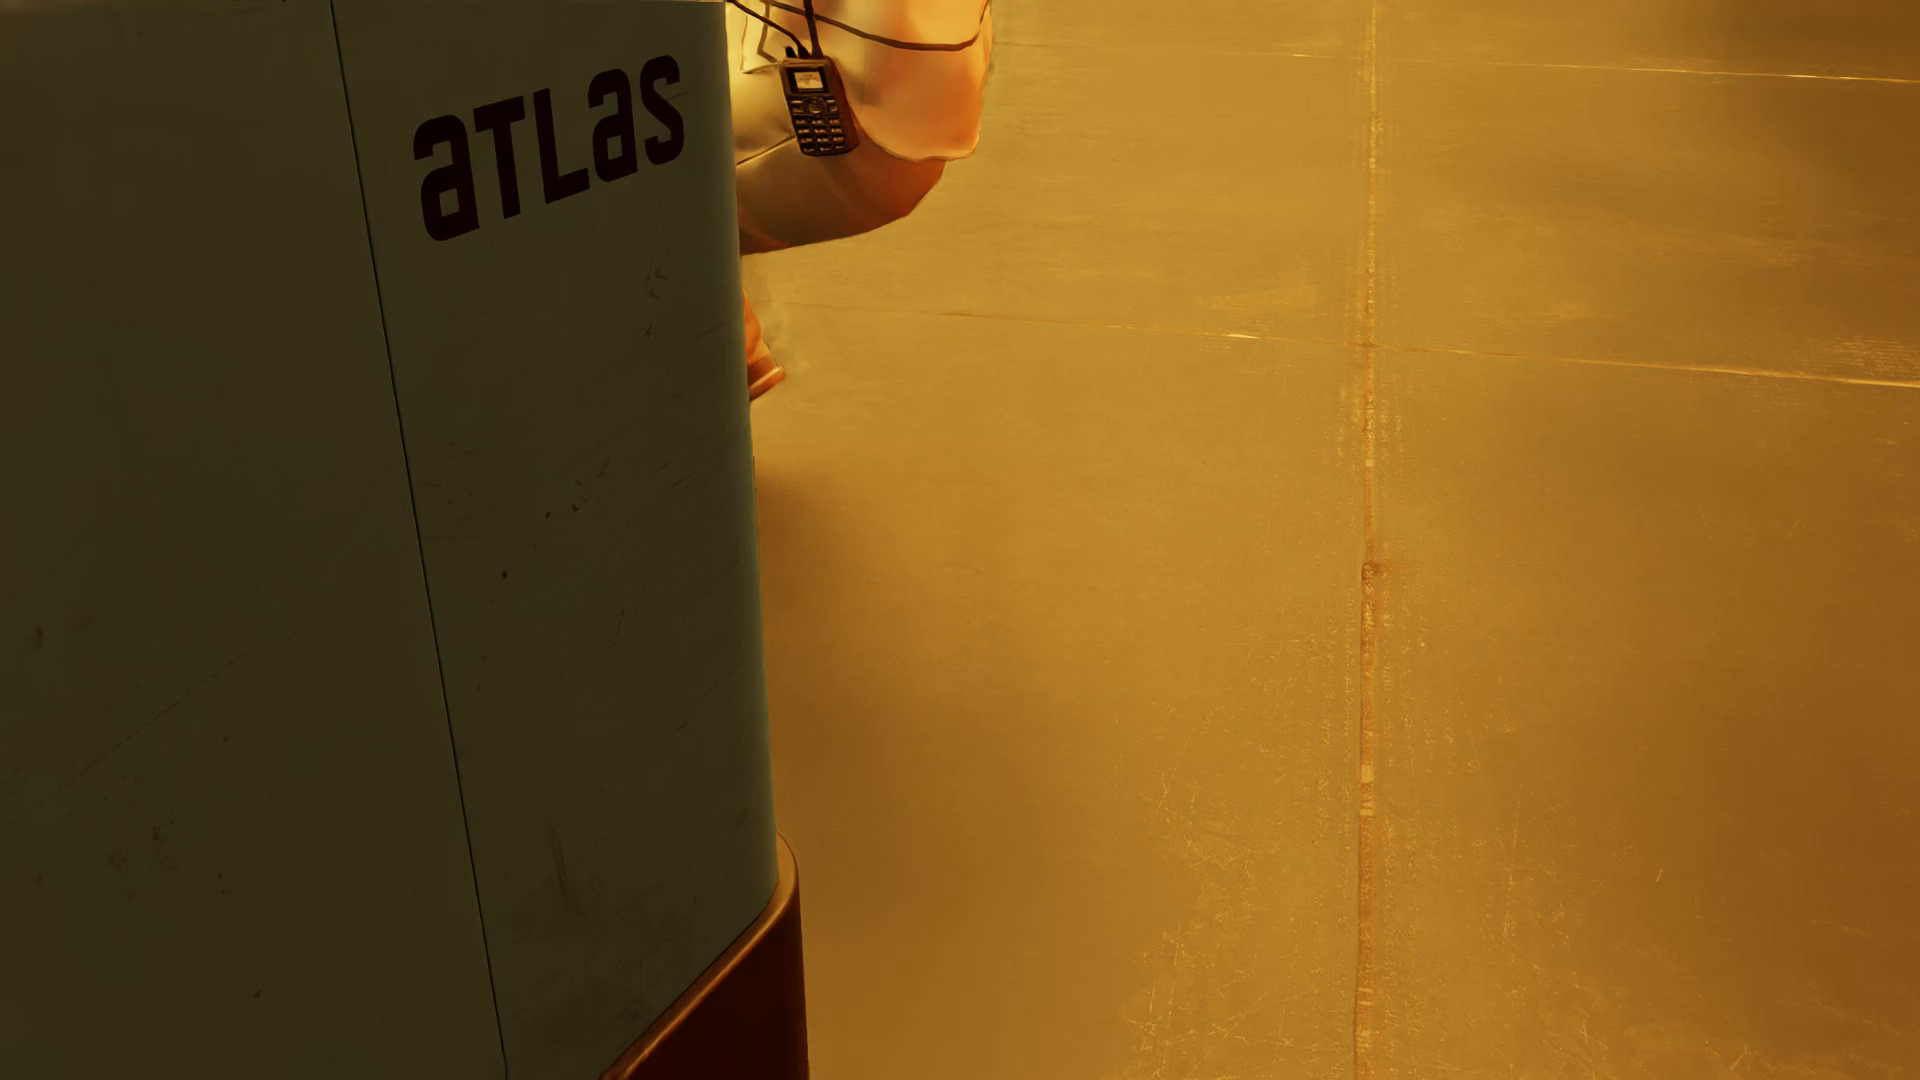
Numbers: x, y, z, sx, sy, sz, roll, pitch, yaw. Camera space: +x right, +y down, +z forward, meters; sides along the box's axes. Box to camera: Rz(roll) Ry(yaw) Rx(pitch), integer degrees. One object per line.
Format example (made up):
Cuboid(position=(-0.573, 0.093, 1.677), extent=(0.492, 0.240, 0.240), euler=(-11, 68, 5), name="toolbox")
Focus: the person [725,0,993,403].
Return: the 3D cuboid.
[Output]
Cuboid(position=(-0.366, -0.697, 2.272), extent=(0.822, 1.437, 0.995), euler=(1, 27, 2), name="person")
